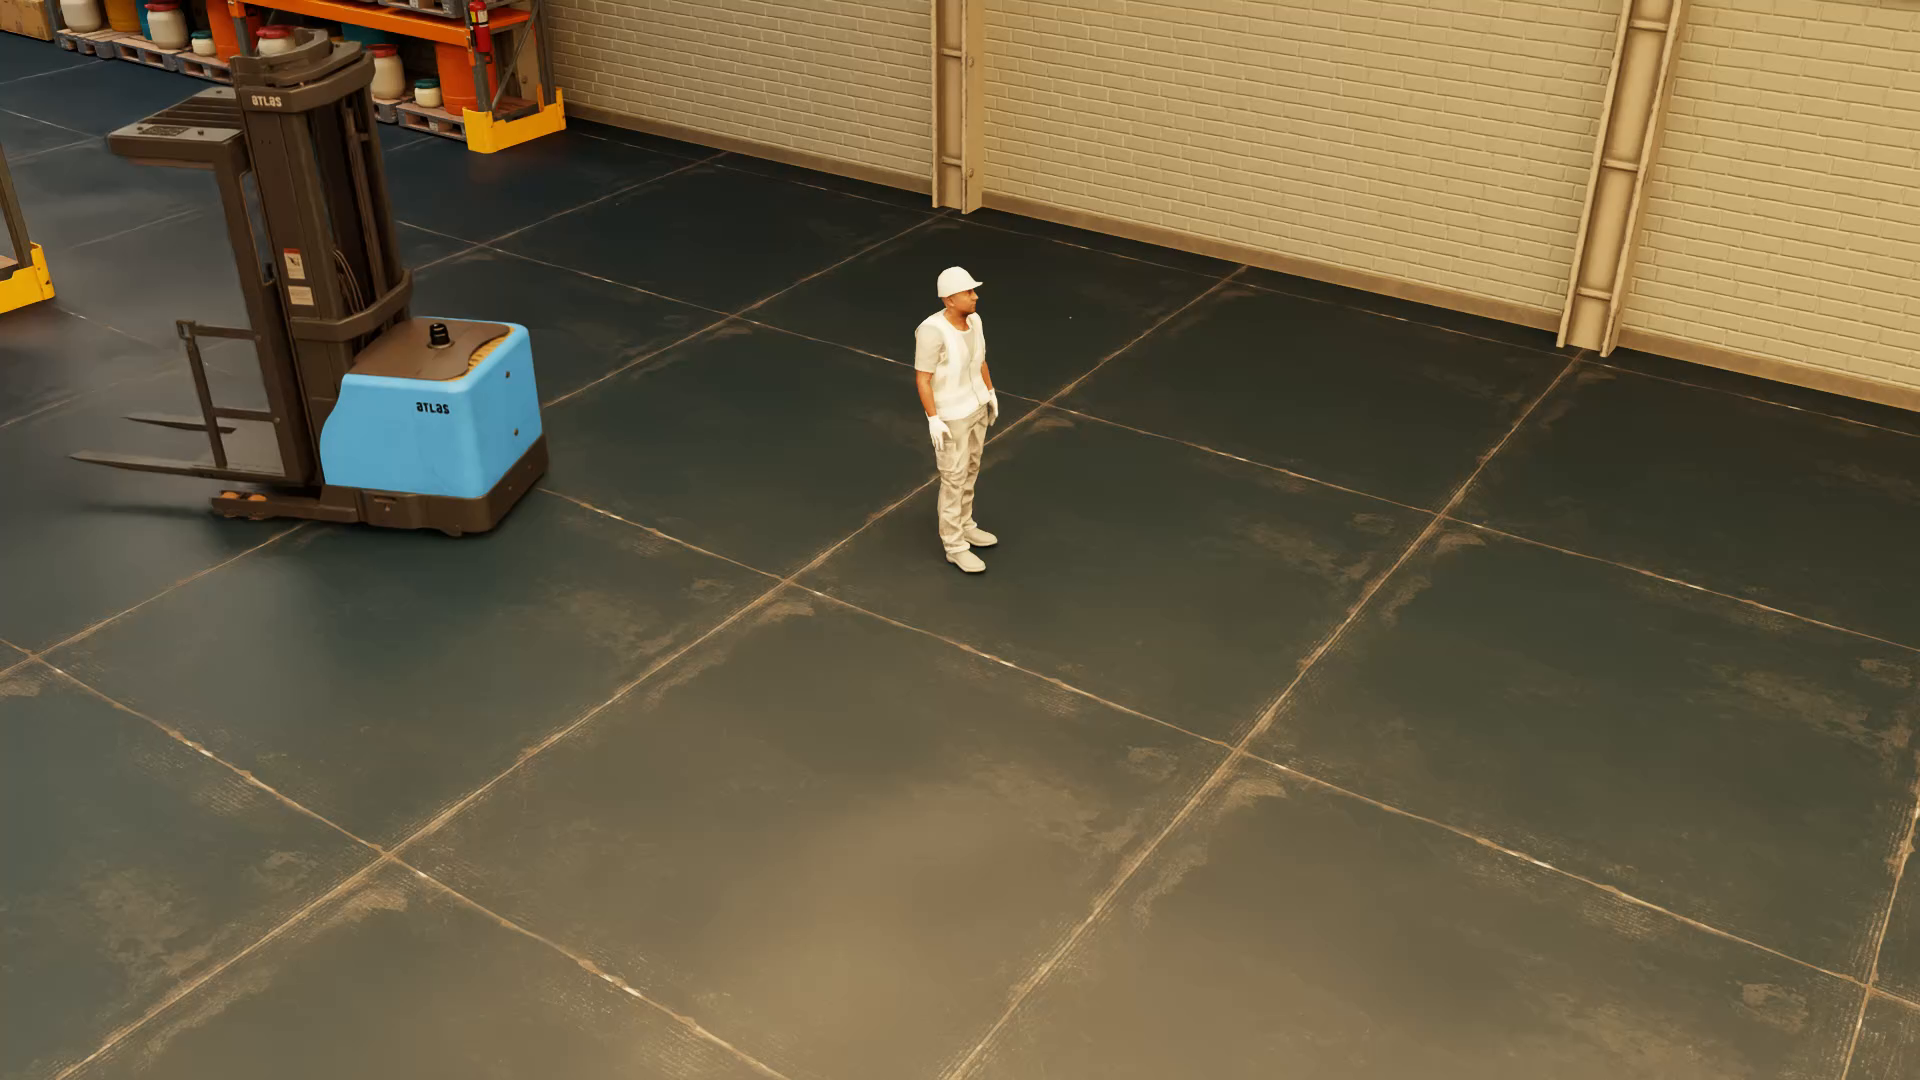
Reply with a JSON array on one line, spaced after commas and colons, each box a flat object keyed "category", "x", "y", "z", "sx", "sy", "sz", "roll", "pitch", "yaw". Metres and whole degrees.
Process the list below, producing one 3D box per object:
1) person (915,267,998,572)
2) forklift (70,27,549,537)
[{"category": "person", "x": 0.054, "y": -0.754, "z": 10.007, "sx": 0.577, "sy": 1.782, "sz": 0.656, "roll": 19, "pitch": 35, "yaw": 29}, {"category": "forklift", "x": -4.346, "y": -1.644, "z": 10.413, "sx": 3.031, "sy": 2.935, "sz": 1.130, "roll": 6, "pitch": 31, "yaw": 9}]
